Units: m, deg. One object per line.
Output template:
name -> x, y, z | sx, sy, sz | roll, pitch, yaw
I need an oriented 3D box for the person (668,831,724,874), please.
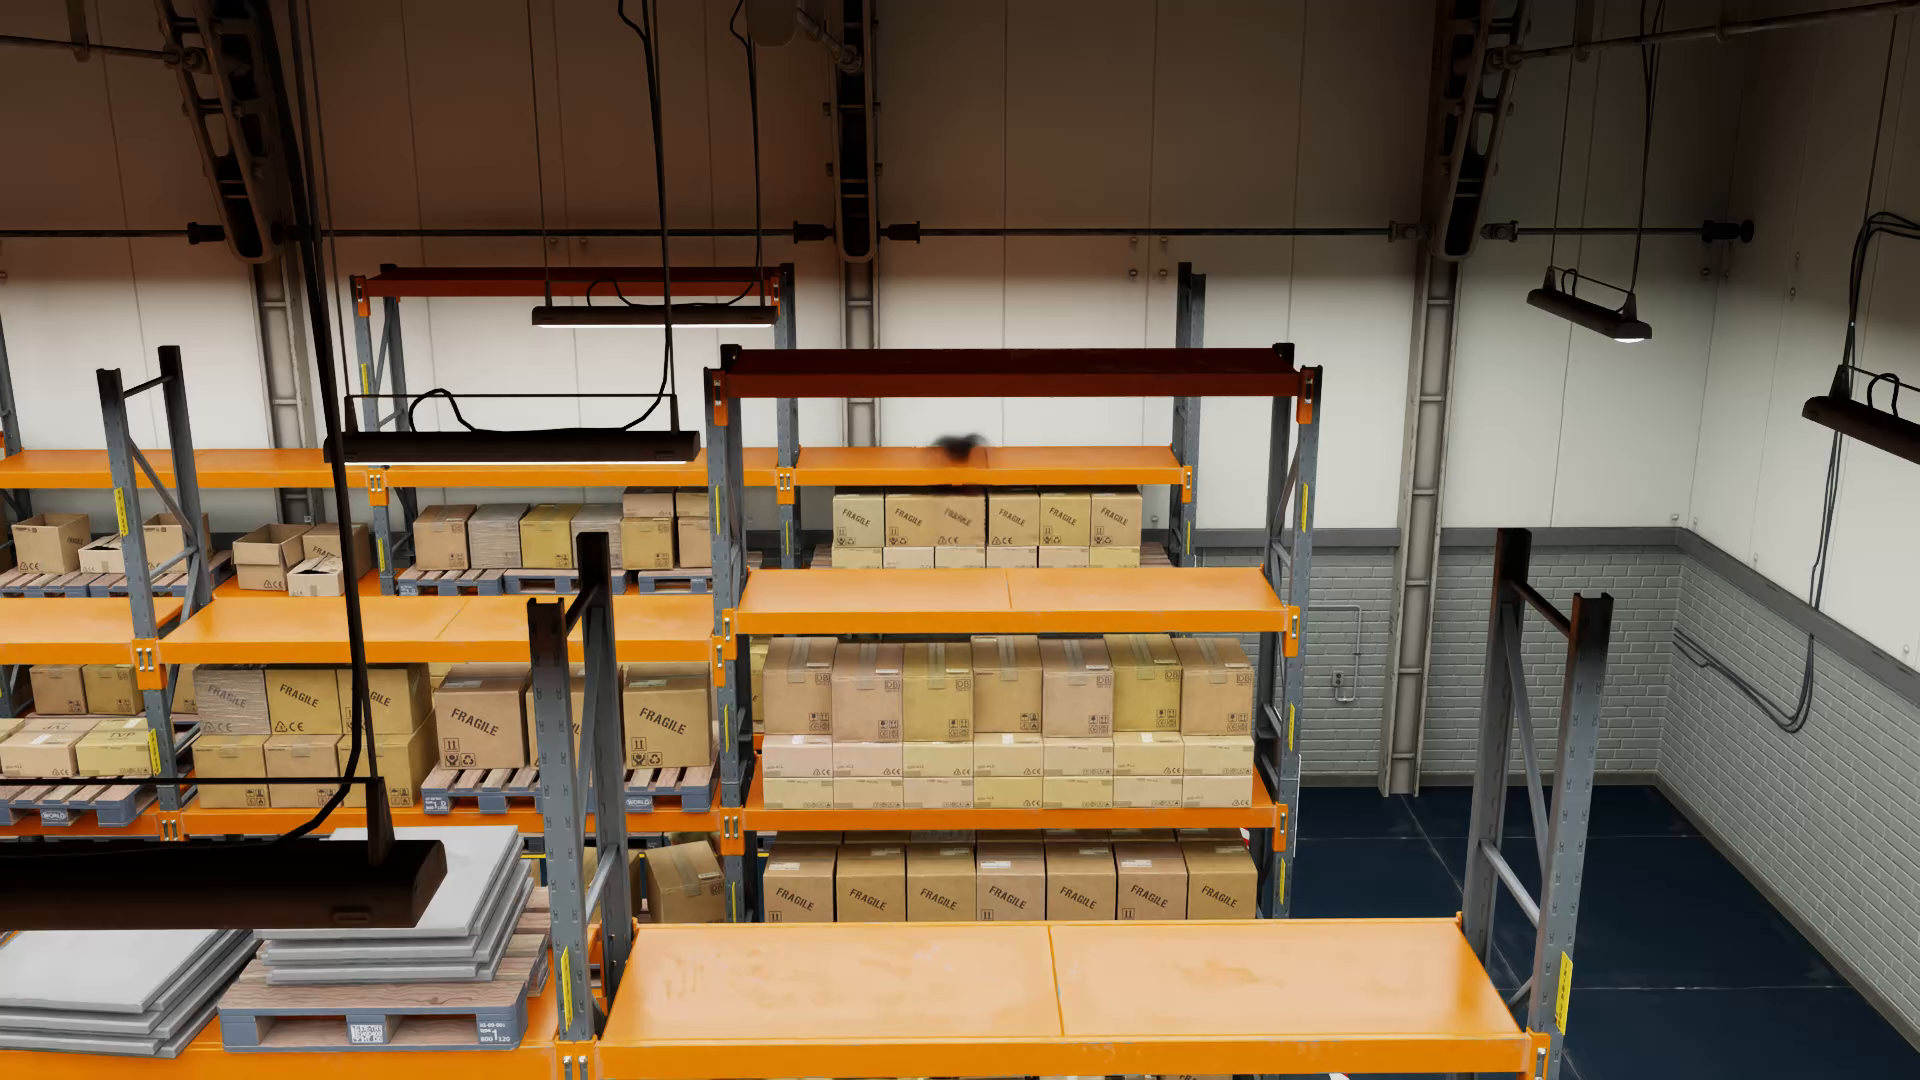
person -> -2.419, 2.997, 15.246 | 0.492, 1.675, 0.397 | -4, 17, -13
